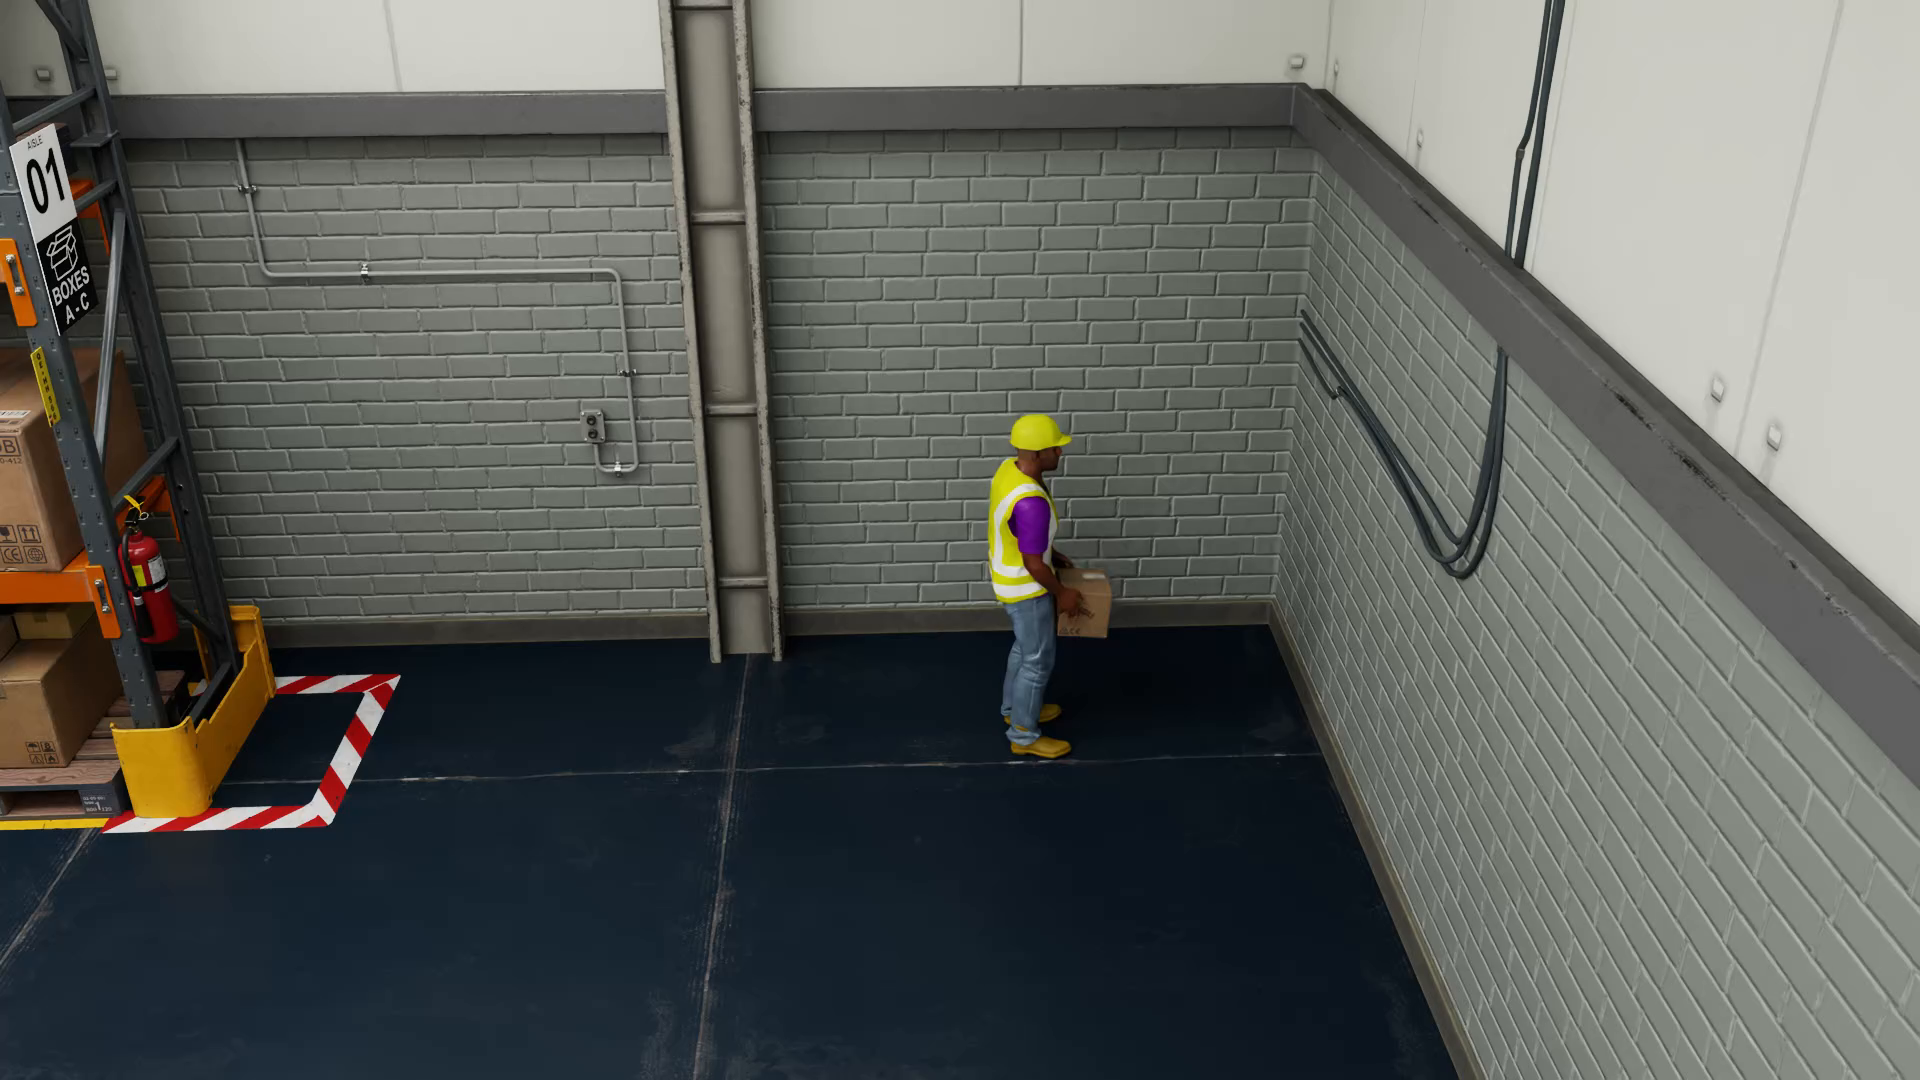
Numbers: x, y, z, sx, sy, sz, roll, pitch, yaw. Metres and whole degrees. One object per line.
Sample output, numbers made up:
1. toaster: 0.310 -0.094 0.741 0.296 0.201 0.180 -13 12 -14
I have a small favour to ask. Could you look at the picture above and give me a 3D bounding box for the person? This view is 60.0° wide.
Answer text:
1. person: 0.359 0.208 8.192 0.446 1.767 0.577 -2 27 -4
